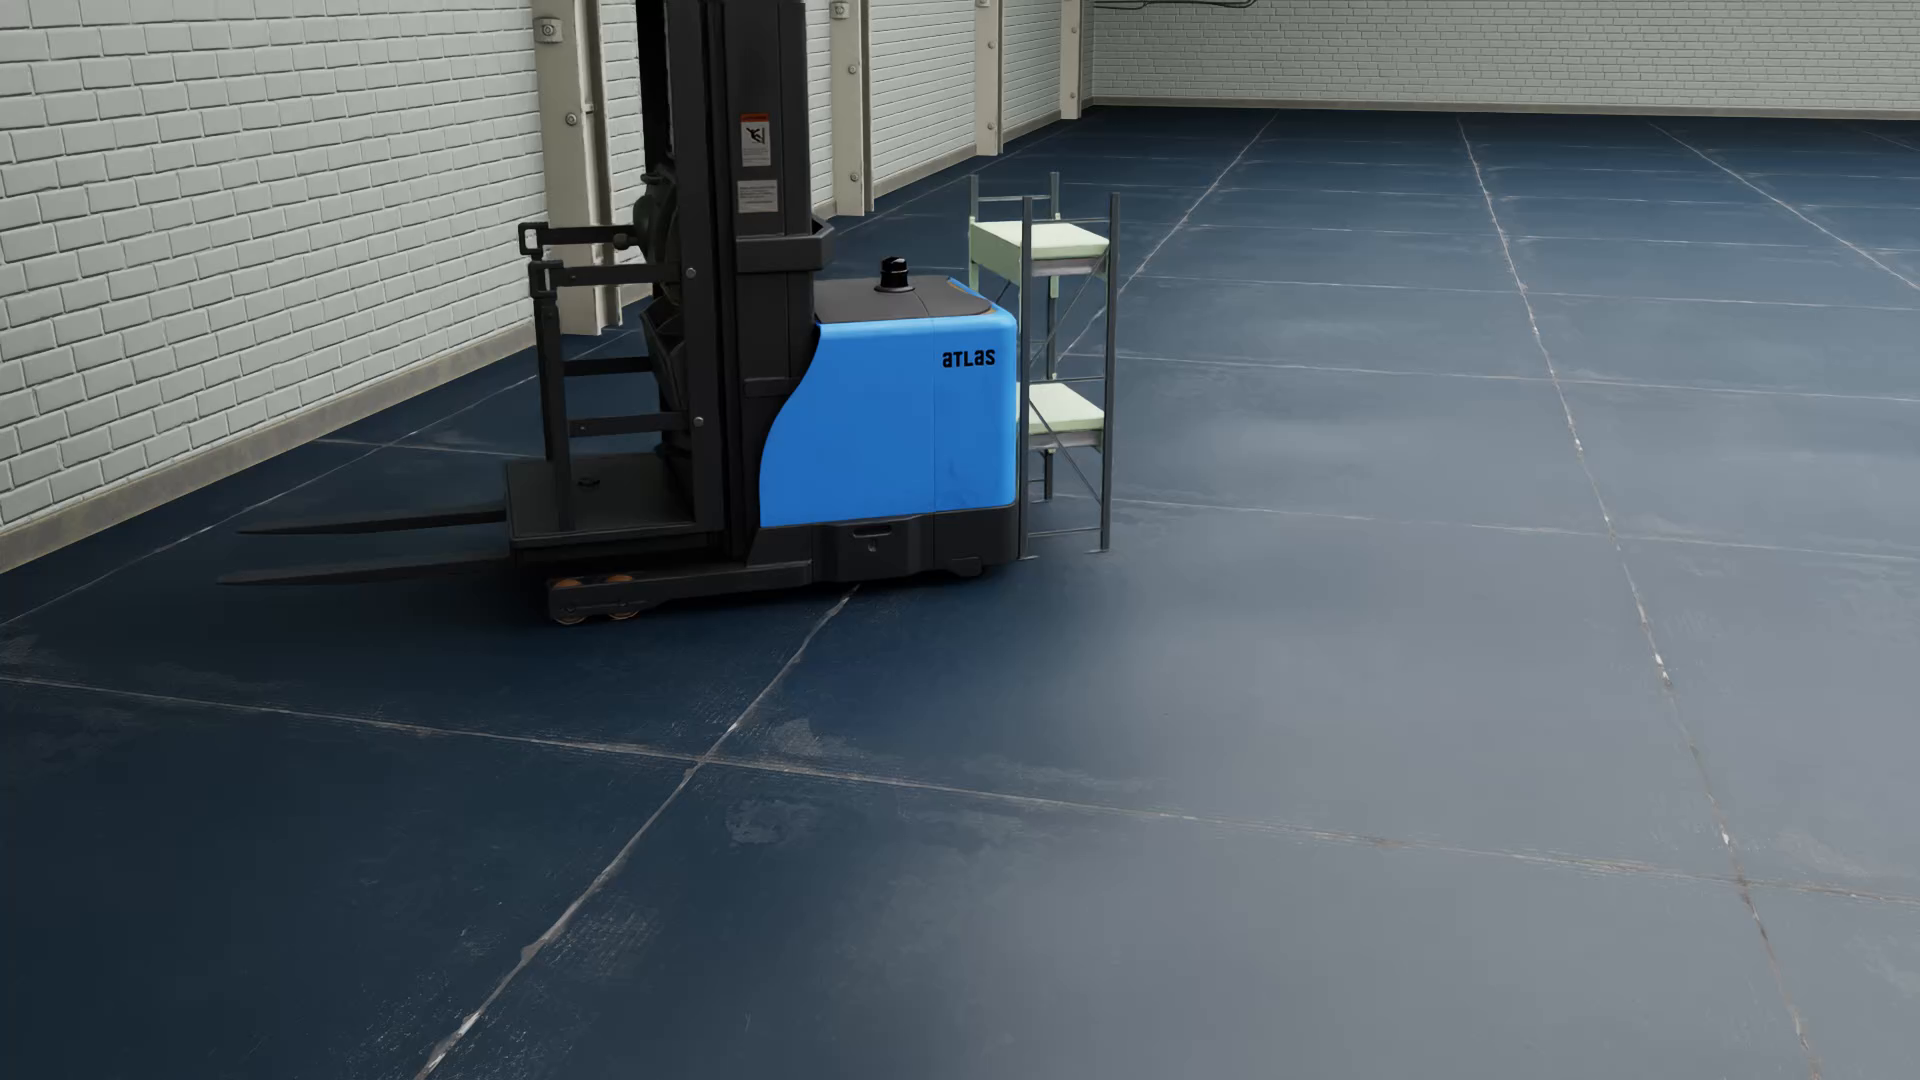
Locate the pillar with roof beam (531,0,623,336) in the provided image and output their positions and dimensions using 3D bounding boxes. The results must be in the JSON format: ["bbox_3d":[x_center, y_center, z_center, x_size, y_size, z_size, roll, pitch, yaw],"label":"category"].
[{"bbox_3d":[1.627,-5.374,8.998,9.100,9.000,0.400,5,19,13],"label":"pillar with roof beam"}]

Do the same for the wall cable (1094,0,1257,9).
[{"bbox_3d":[3.852,-10.705,29.411,3.097,2.526,0.112,5,19,13],"label":"wall cable"}]

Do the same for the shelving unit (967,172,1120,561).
[{"bbox_3d":[0.336,-0.758,7.086,0.431,1.500,0.755,-5,20,-15],"label":"shelving unit"}]

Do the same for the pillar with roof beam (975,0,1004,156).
[{"bbox_3d":[4.559,-9.135,20.010,9.100,9.000,0.400,5,19,13],"label":"pillar with roof beam"}]

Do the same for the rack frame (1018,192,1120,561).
[{"bbox_3d":[0.437,-0.644,6.753,0.400,1.500,0.023,-5,20,-15],"label":"rack frame"}]

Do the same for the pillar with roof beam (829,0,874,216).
[{"bbox_3d":[3.093,-7.254,14.504,9.100,9.000,0.400,5,19,13],"label":"pillar with roof beam"}]

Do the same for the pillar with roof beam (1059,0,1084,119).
[{"bbox_3d":[6.025,-11.016,25.516,9.100,9.000,0.400,5,19,13],"label":"pillar with roof beam"}]

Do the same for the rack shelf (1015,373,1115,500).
[{"bbox_3d":[0.336,-0.449,7.191,0.431,0.370,0.720,-5,20,-15],"label":"rack shelf"}]

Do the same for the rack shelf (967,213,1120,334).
[{"bbox_3d":[0.336,-1.127,6.960,0.431,0.370,0.720,-5,20,-15],"label":"rack shelf"}]

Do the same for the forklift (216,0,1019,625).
[{"bbox_3d":[-1.340,-1.259,6.338,3.031,2.935,1.130,-5,20,-15],"label":"forklift"}]

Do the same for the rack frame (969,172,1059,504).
[{"bbox_3d":[0.234,-0.872,7.419,0.400,1.500,0.023,-5,20,-15],"label":"rack frame"}]
